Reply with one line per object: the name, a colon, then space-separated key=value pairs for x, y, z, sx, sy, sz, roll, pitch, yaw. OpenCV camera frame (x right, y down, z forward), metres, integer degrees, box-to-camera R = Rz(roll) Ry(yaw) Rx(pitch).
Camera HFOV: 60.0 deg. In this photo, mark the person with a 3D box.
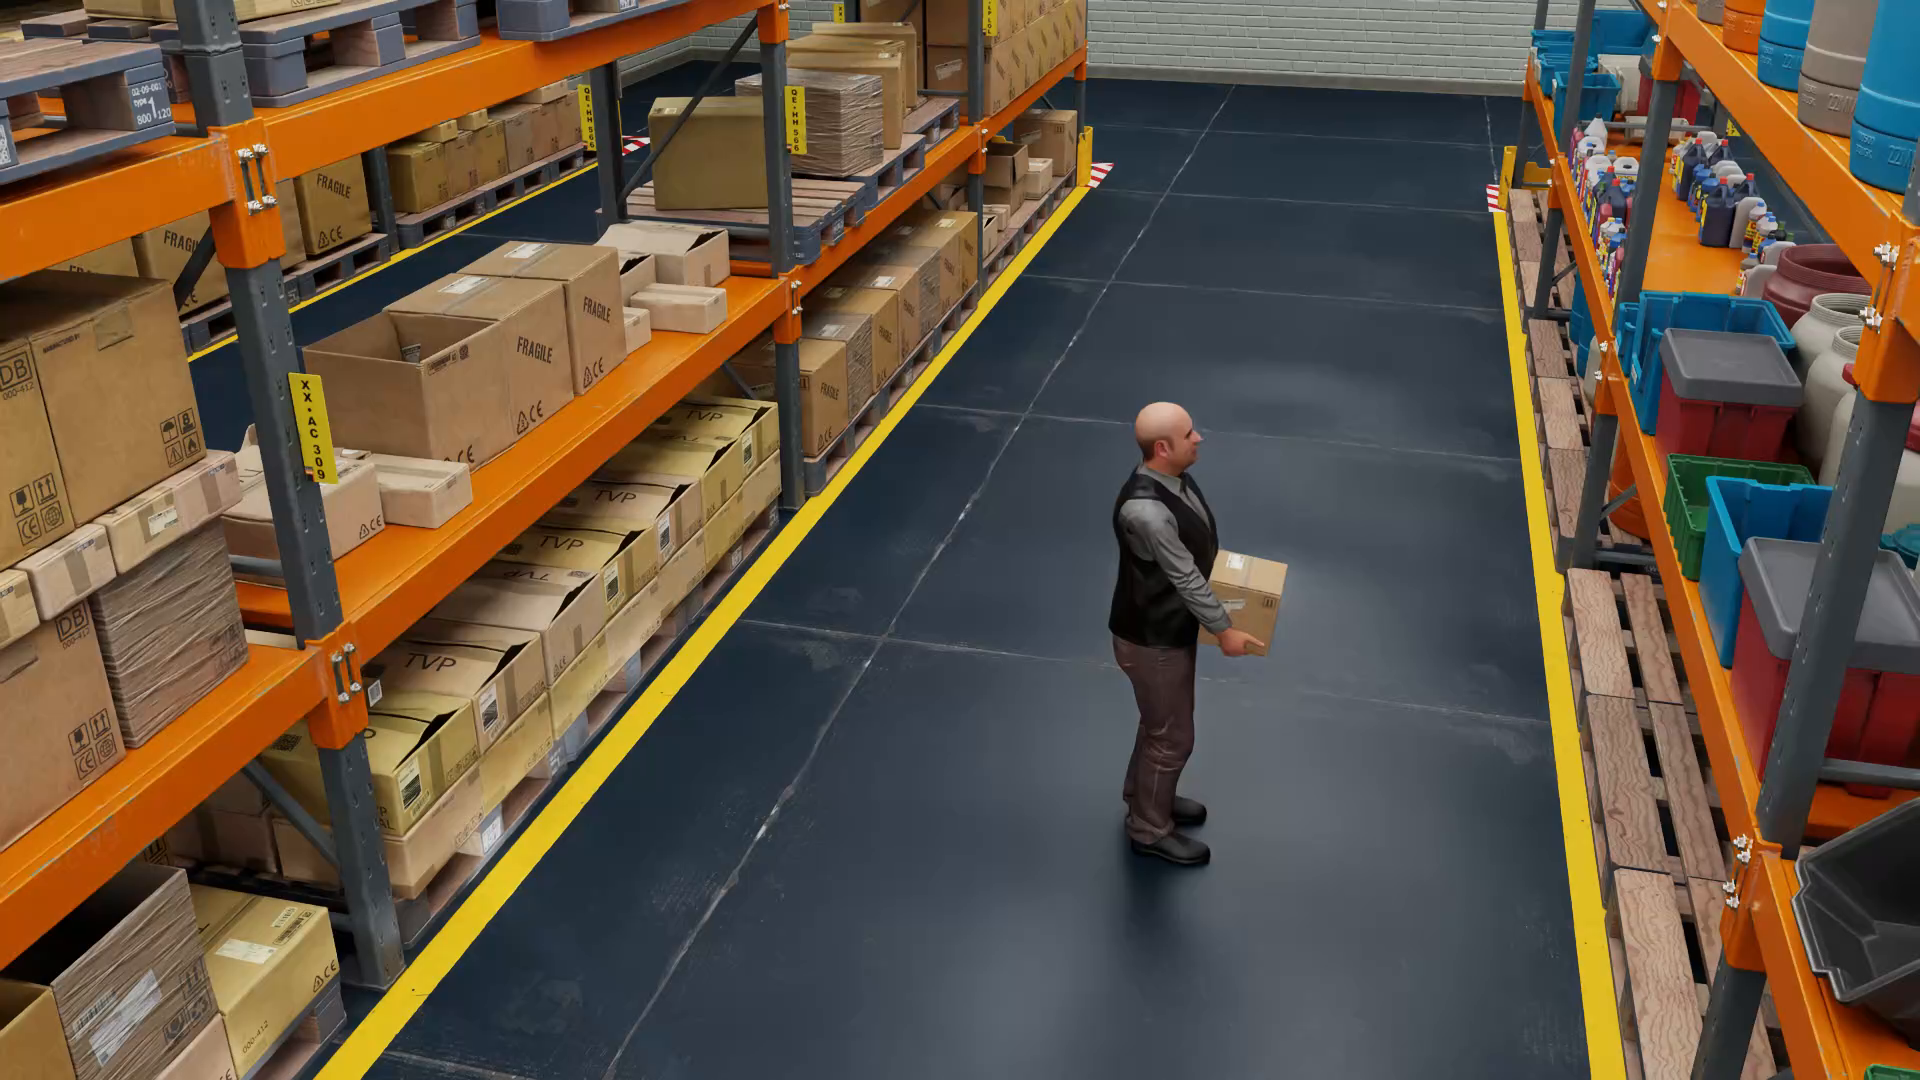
person: x=0.816 y=0.334 z=5.935 sx=0.554 sy=1.717 sz=0.495 roll=7 pitch=26 yaw=14
